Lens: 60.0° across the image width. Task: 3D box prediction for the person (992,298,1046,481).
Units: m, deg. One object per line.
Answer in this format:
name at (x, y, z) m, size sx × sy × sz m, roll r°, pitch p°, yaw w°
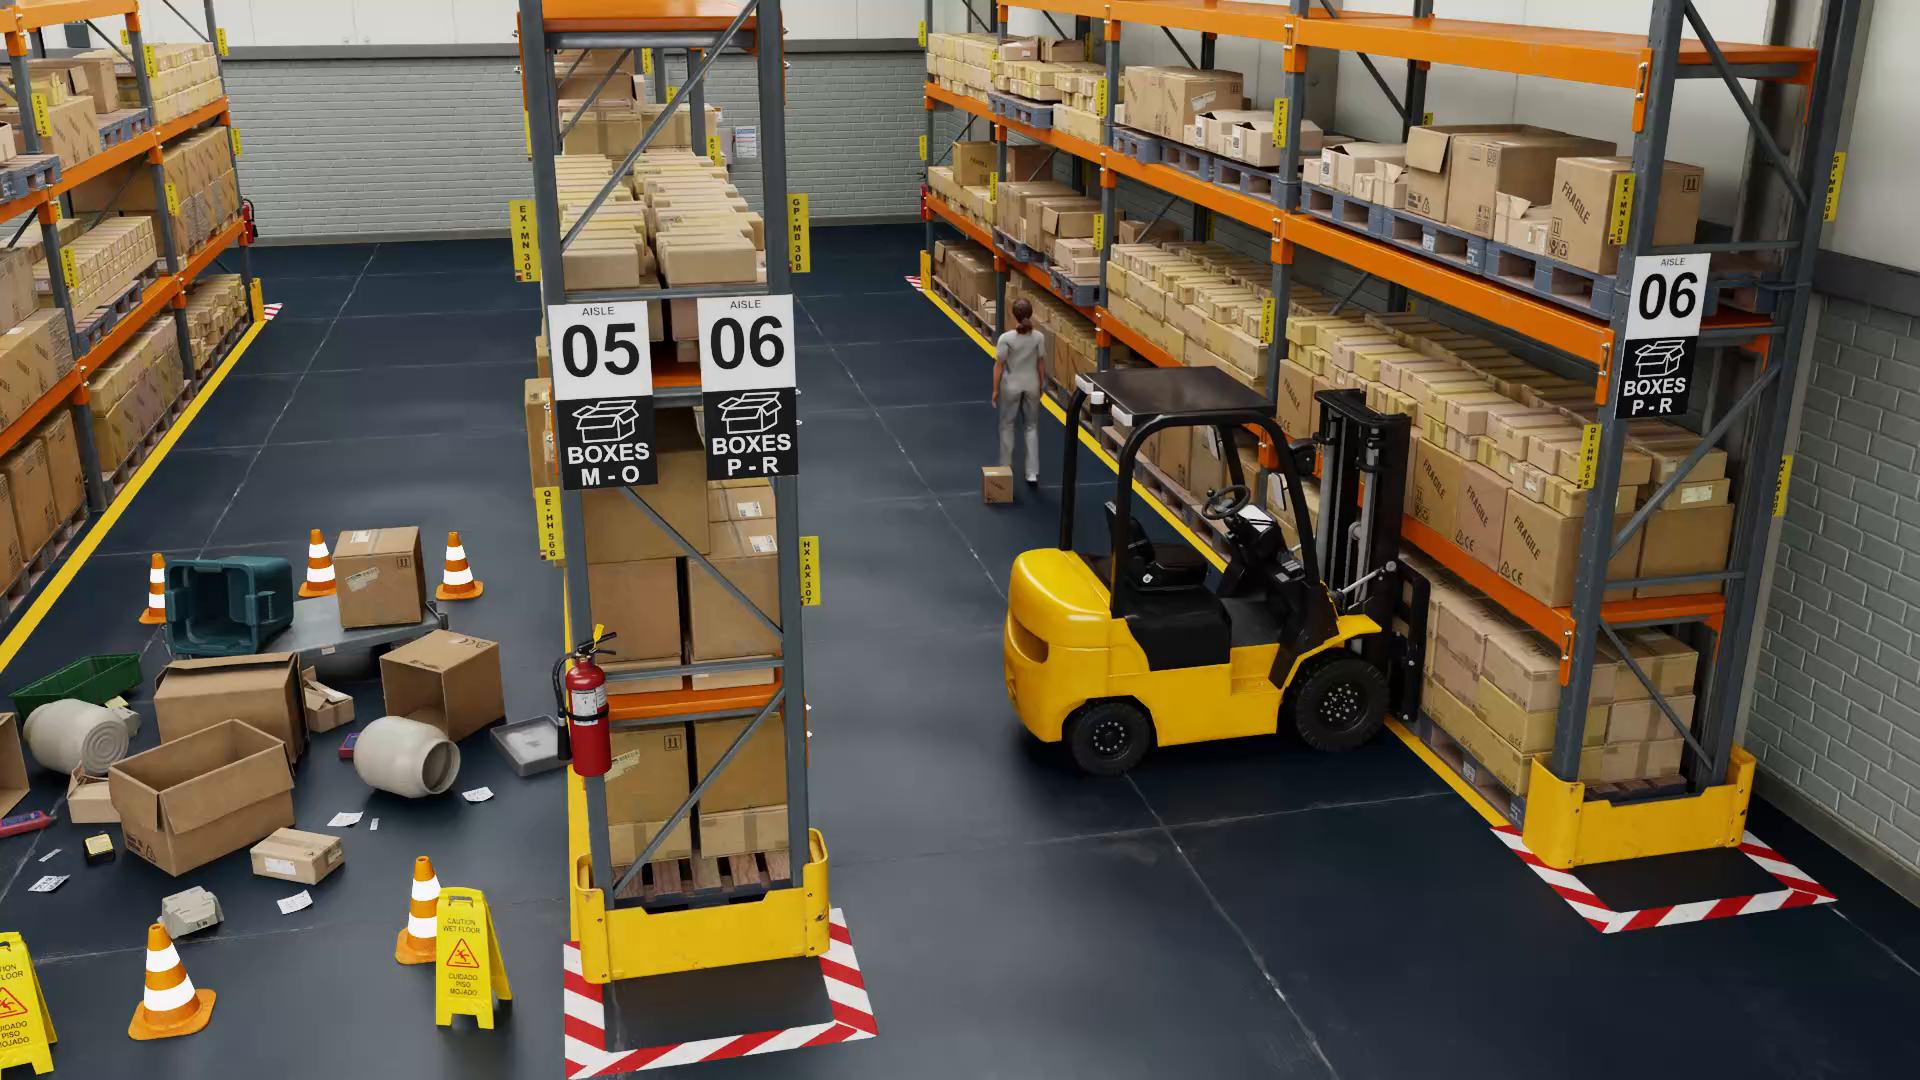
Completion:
person at (0.512, -1.313, 14.703) m, size 0.492 × 1.690 × 0.480 m, roll -4°, pitch 20°, yaw -11°
